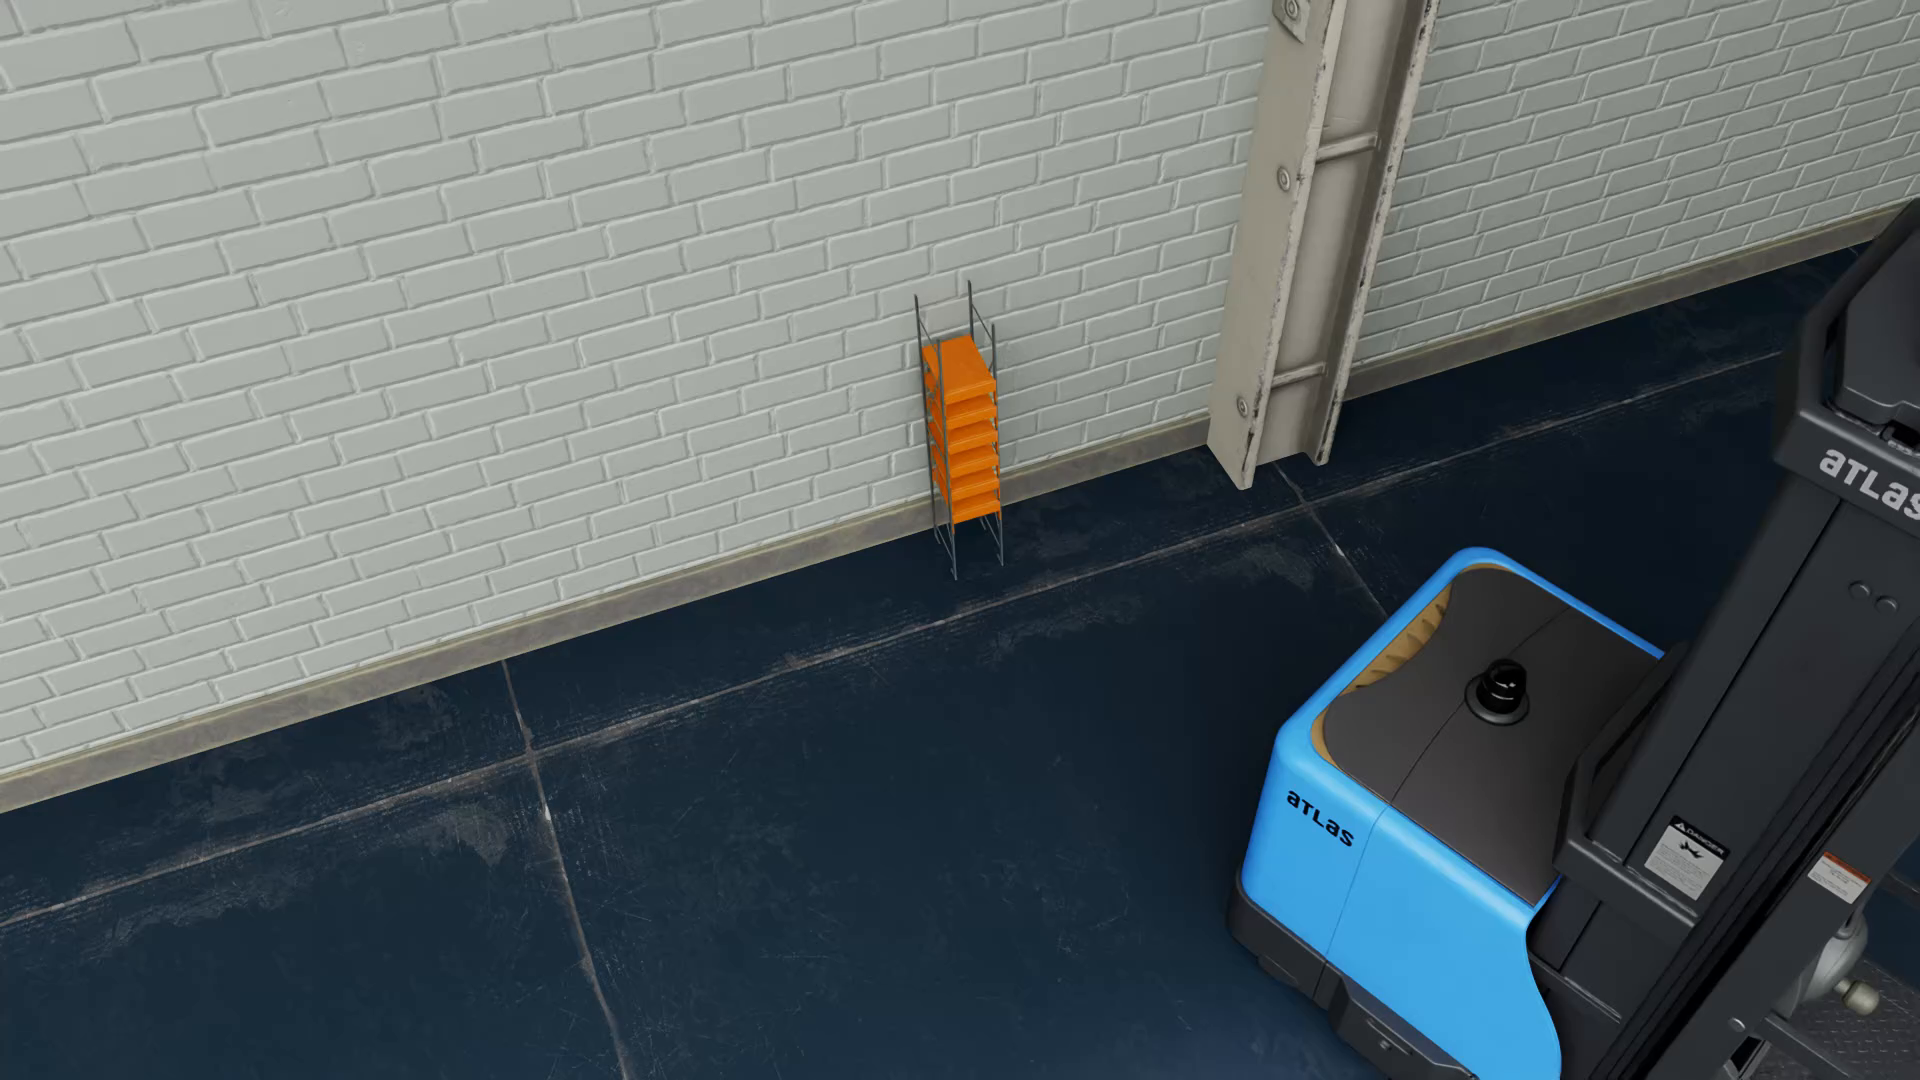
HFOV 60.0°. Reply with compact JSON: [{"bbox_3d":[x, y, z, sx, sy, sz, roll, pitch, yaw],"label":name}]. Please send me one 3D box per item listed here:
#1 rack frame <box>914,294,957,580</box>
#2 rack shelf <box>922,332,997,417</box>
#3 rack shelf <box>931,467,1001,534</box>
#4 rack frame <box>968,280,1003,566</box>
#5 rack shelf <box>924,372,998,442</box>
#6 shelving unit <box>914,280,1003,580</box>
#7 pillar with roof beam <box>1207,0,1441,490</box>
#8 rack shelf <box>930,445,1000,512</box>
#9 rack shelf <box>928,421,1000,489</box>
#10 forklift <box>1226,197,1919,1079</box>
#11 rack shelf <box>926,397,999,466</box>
[{"bbox_3d":[-0.079,-0.322,5.736,0.006,1.200,0.240,-17,51,-11],"label":"rack frame"},{"bbox_3d":[-0.006,-0.549,5.510,0.180,0.103,0.258,-17,51,-11],"label":"rack shelf"},{"bbox_3d":[0.019,-0.166,5.971,0.180,0.103,0.258,-17,51,-11],"label":"rack shelf"},{"bbox_3d":[0.093,-0.374,5.770,0.006,1.200,0.240,-17,51,-11],"label":"rack frame"},{"bbox_3d":[-0.001,-0.473,5.602,0.180,0.103,0.258,-17,51,-11],"label":"rack shelf"},{"bbox_3d":[0.007,-0.348,5.753,0.189,1.200,0.258,-17,51,-11],"label":"shelving unit"},{"bbox_3d":[2.832,-0.264,0.545,0.400,9.000,9.100,-17,52,-14],"label":"pillar with roof beam"},{"bbox_3d":[0.014,-0.243,5.879,0.180,0.103,0.258,-17,51,-11],"label":"rack shelf"},{"bbox_3d":[0.009,-0.319,5.787,0.180,0.103,0.258,-17,51,-11],"label":"rack shelf"},{"bbox_3d":[2.234,0.777,3.651,3.031,2.935,1.130,36,58,27],"label":"forklift"},{"bbox_3d":[0.004,-0.396,5.695,0.180,0.103,0.258,-17,51,-11],"label":"rack shelf"}]
